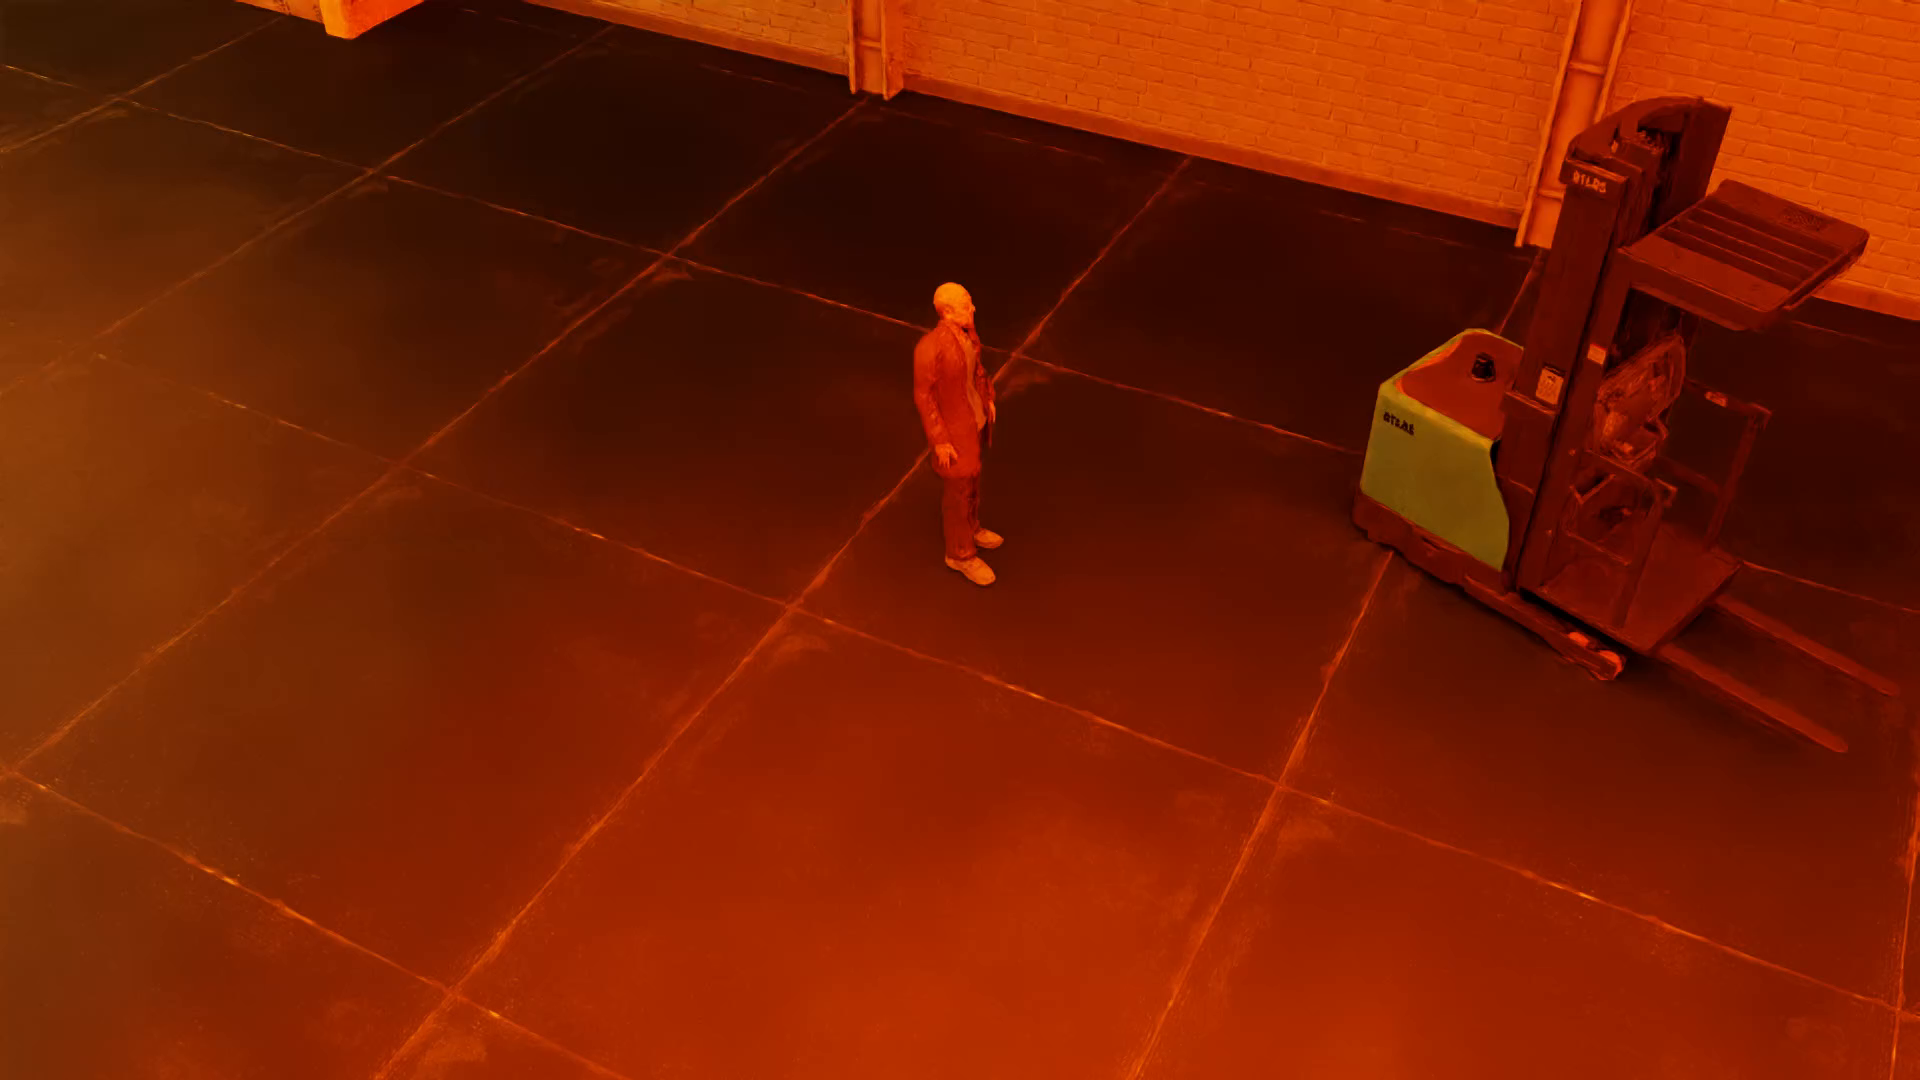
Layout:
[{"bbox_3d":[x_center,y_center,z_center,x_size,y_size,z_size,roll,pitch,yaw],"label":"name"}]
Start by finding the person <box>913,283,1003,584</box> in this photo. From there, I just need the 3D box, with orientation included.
[{"bbox_3d":[0.079,-0.656,9.649,0.580,1.776,0.694,18,43,21],"label":"person"}]

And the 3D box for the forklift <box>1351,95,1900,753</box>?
[{"bbox_3d":[3.792,-0.713,8.833,1.130,2.935,3.031,-31,49,-31],"label":"forklift"}]
